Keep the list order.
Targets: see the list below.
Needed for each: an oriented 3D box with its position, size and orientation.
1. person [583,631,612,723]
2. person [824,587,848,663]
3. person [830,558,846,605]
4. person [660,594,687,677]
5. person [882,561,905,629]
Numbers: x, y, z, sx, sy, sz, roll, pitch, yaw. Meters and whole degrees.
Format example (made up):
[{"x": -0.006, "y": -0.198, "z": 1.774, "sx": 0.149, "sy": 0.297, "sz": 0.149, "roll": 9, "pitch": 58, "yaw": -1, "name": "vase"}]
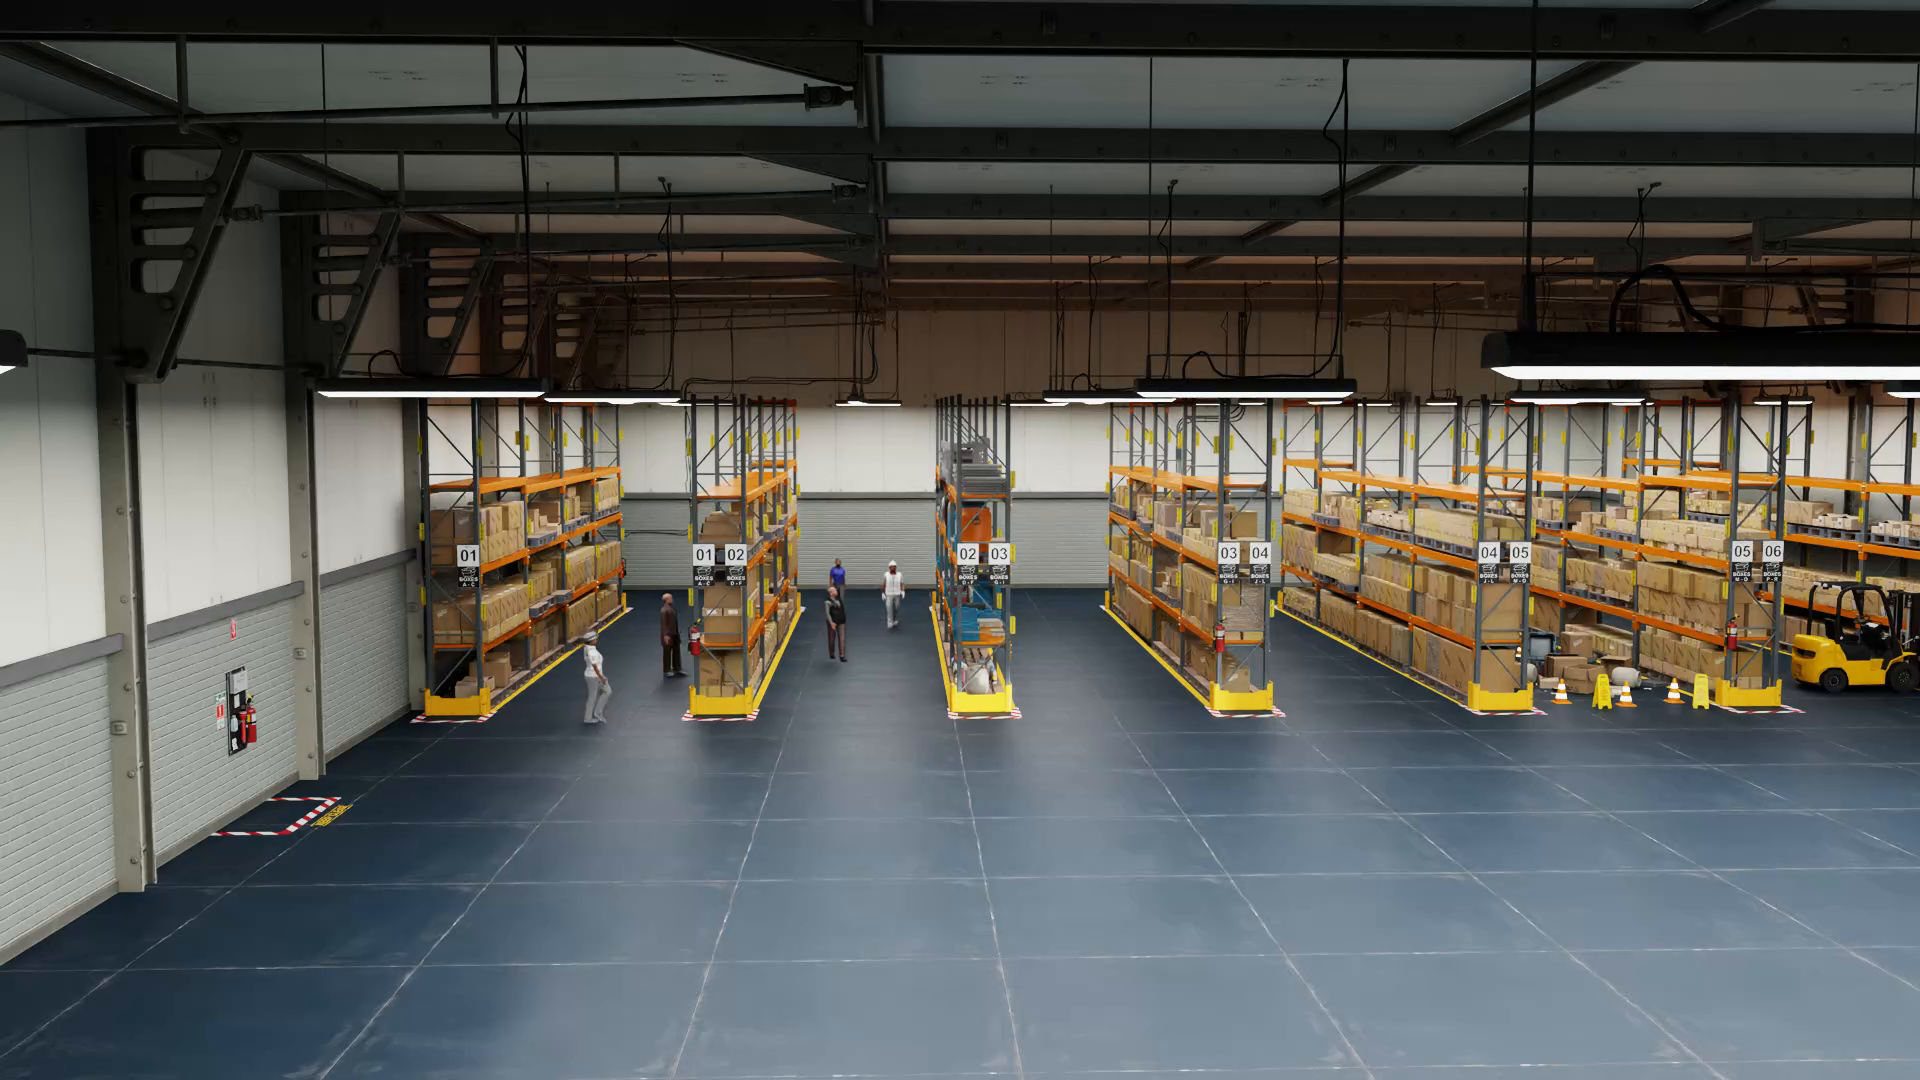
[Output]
[{"x": -6.625, "y": 2.511, "z": 30.216, "sx": 0.495, "sy": 1.697, "sz": 0.464, "roll": 1, "pitch": 5, "yaw": 7, "name": "person"}, {"x": -2.791, "y": 1.898, "z": 37.286, "sx": 0.493, "sy": 1.666, "sz": 0.996, "roll": -1, "pitch": 5, "yaw": -10, "name": "person"}, {"x": -3.372, "y": 1.297, "z": 45.984, "sx": 0.477, "sy": 1.608, "sz": 0.927, "roll": -1, "pitch": 5, "yaw": -9, "name": "person"}, {"x": -6.186, "y": 2.037, "z": 35.652, "sx": 0.497, "sy": 1.782, "sz": 0.642, "roll": 2, "pitch": 5, "yaw": 29, "name": "person"}, {"x": -1.738, "y": 1.423, "z": 43.317, "sx": 0.601, "sy": 1.726, "sz": 1.056, "roll": 0, "pitch": 5, "yaw": -4, "name": "person"}]
